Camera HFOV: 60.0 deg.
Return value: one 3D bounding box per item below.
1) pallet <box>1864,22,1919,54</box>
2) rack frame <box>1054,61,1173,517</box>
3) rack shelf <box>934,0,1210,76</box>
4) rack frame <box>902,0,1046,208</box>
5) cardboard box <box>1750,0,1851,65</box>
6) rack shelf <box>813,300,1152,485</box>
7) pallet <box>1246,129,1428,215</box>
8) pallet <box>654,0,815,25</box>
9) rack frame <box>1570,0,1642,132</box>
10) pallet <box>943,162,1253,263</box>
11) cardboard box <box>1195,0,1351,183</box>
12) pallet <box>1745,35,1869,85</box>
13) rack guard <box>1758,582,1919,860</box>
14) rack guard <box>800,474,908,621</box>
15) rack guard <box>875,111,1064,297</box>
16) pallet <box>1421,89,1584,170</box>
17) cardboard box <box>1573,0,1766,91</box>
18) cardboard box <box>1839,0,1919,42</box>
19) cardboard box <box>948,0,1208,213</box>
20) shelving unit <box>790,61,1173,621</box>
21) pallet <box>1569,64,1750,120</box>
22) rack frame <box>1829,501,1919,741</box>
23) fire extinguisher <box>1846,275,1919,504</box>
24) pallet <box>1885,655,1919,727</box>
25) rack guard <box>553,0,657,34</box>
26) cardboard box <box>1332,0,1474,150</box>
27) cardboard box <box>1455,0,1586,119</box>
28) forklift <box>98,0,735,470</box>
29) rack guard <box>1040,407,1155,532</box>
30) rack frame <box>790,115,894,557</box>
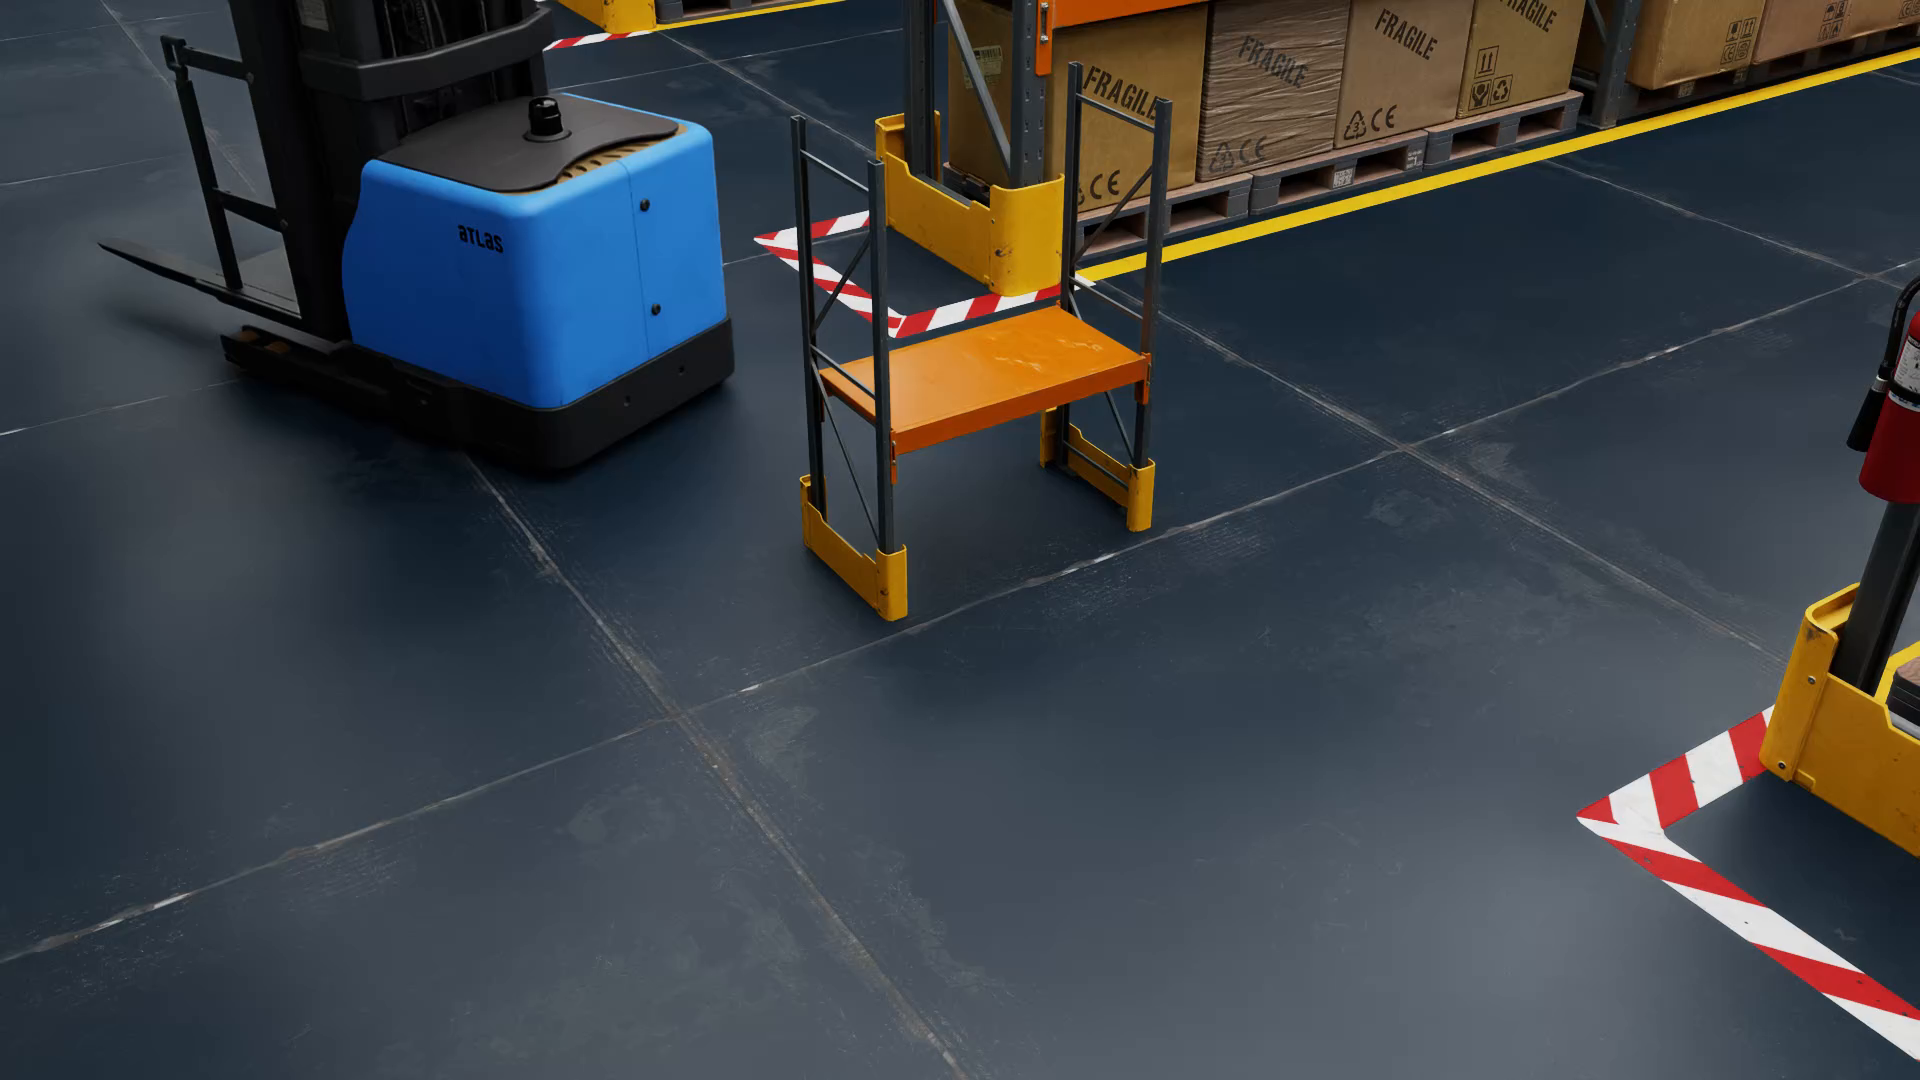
[{"bbox_3d":[6.069,-3.605,11.268,1.213,0.211,1.003,-19,37,-27],"label":"pallet"},{"bbox_3d":[0.499,-0.806,5.622,0.032,1.500,0.500,-19,37,-27],"label":"rack frame"},{"bbox_3d":[1.730,-2.940,8.274,4.000,0.370,1.077,-19,37,-27],"label":"rack shelf"},{"bbox_3d":[0.049,-2.666,7.165,0.127,3.000,1.000,-19,37,-27],"label":"rack frame"},{"bbox_3d":[4.688,-3.554,10.171,0.875,0.875,1.225,-20,38,-29],"label":"cardboard box"},{"bbox_3d":[0.072,-0.507,5.485,1.000,0.185,0.538,-19,37,-27],"label":"rack shelf"},{"bbox_3d":[1.703,-2.104,8.887,1.213,0.211,1.003,-19,37,-27],"label":"pallet"},{"bbox_3d":[-1.788,-3.981,11.864,1.213,0.211,1.003,-19,37,-27],"label":"pallet"},{"bbox_3d":[3.411,-3.823,8.998,0.127,3.000,1.000,-19,37,-27],"label":"rack frame"},{"bbox_3d":[0.678,-1.753,8.331,1.213,0.211,1.003,-19,37,-27],"label":"pallet"},{"bbox_3d":[1.308,-2.429,8.387,0.875,0.875,0.875,-19,37,-27],"label":"cardboard box"},{"bbox_3d":[5.045,-3.255,10.712,1.213,0.211,1.003,-19,37,-27],"label":"pallet"},{"bbox_3d":[2.719,0.625,4.291,0.348,0.500,1.175,-19,37,-27],"label":"rack guard"},{"bbox_3d":[-0.354,0.016,5.490,0.087,0.250,0.587,-19,37,-27],"label":"rack guard"},{"bbox_3d":[0.028,-1.602,7.821,0.348,0.500,1.175,-19,37,-27],"label":"rack guard"},{"bbox_3d":[2.729,-2.459,9.450,1.213,0.211,1.003,-19,37,-27],"label":"pallet"},{"bbox_3d":[3.938,-3.296,9.761,0.875,0.875,1.225,-19,37,-27],"label":"cardboard box"},{"bbox_3d":[5.428,-3.814,10.582,0.875,0.875,1.225,-19,37,-27],"label":"cardboard box"},{"bbox_3d":[0.543,-2.166,7.970,0.875,0.875,0.875,-19,37,-27],"label":"cardboard box"},{"bbox_3d":[0.064,-0.656,5.385,1.083,1.500,0.587,-19,37,-27],"label":"shelving unit"},{"bbox_3d":[4.018,-2.900,10.150,1.213,0.211,1.003,-19,37,-27],"label":"pallet"},{"bbox_3d":[2.732,-0.445,3.644,0.127,3.000,1.000,-19,37,-27],"label":"rack frame"},{"bbox_3d":[2.359,-0.415,4.019,0.183,0.674,0.296,-19,37,-27],"label":"fire extinguisher"},{"bbox_3d":[3.446,0.513,4.739,1.213,0.211,1.003,-19,37,-27],"label":"pallet"},{"bbox_3d":[-2.490,-3.885,11.439,0.348,0.500,1.175,-19,37,-27],"label":"rack guard"},{"bbox_3d":[2.056,-2.687,8.795,0.875,0.875,0.875,-19,37,-27],"label":"cardboard box"},{"bbox_3d":[2.813,-2.947,9.208,0.875,0.875,0.875,-19,37,-27],"label":"cardboard box"},{"bbox_3d":[-2.418,-2.091,6.317,3.031,2.935,1.130,19,37,28],"label":"forklift"},{"bbox_3d":[0.483,-0.272,5.946,0.087,0.250,0.587,-19,37,-27],"label":"rack guard"},{"bbox_3d":[-0.356,-0.512,5.156,0.032,1.500,0.500,-19,37,-27],"label":"rack frame"}]
